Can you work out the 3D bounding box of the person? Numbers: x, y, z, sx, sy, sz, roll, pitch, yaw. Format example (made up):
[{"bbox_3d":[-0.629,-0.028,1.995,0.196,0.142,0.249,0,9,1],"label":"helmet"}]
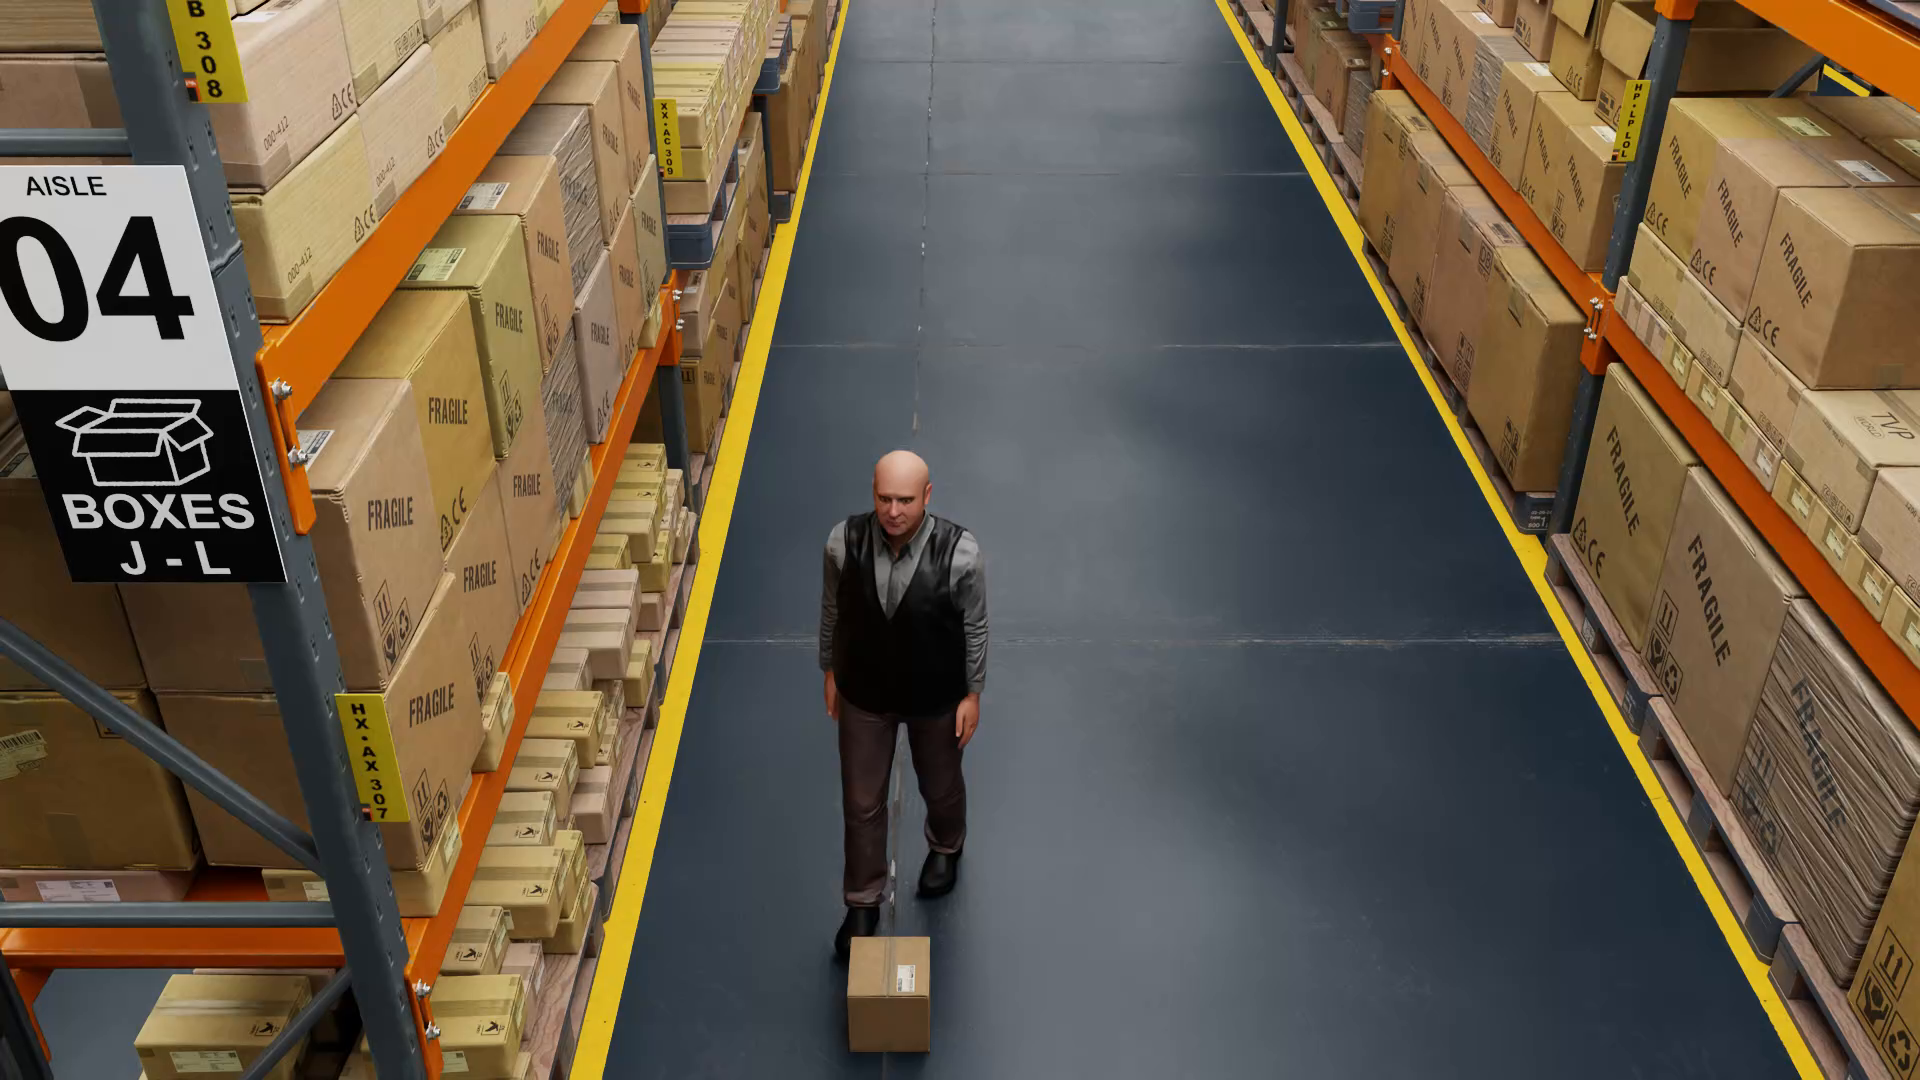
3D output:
[{"bbox_3d":[-0.195,0.520,5.290,0.552,1.723,0.673,5,32,8],"label":"person"}]
